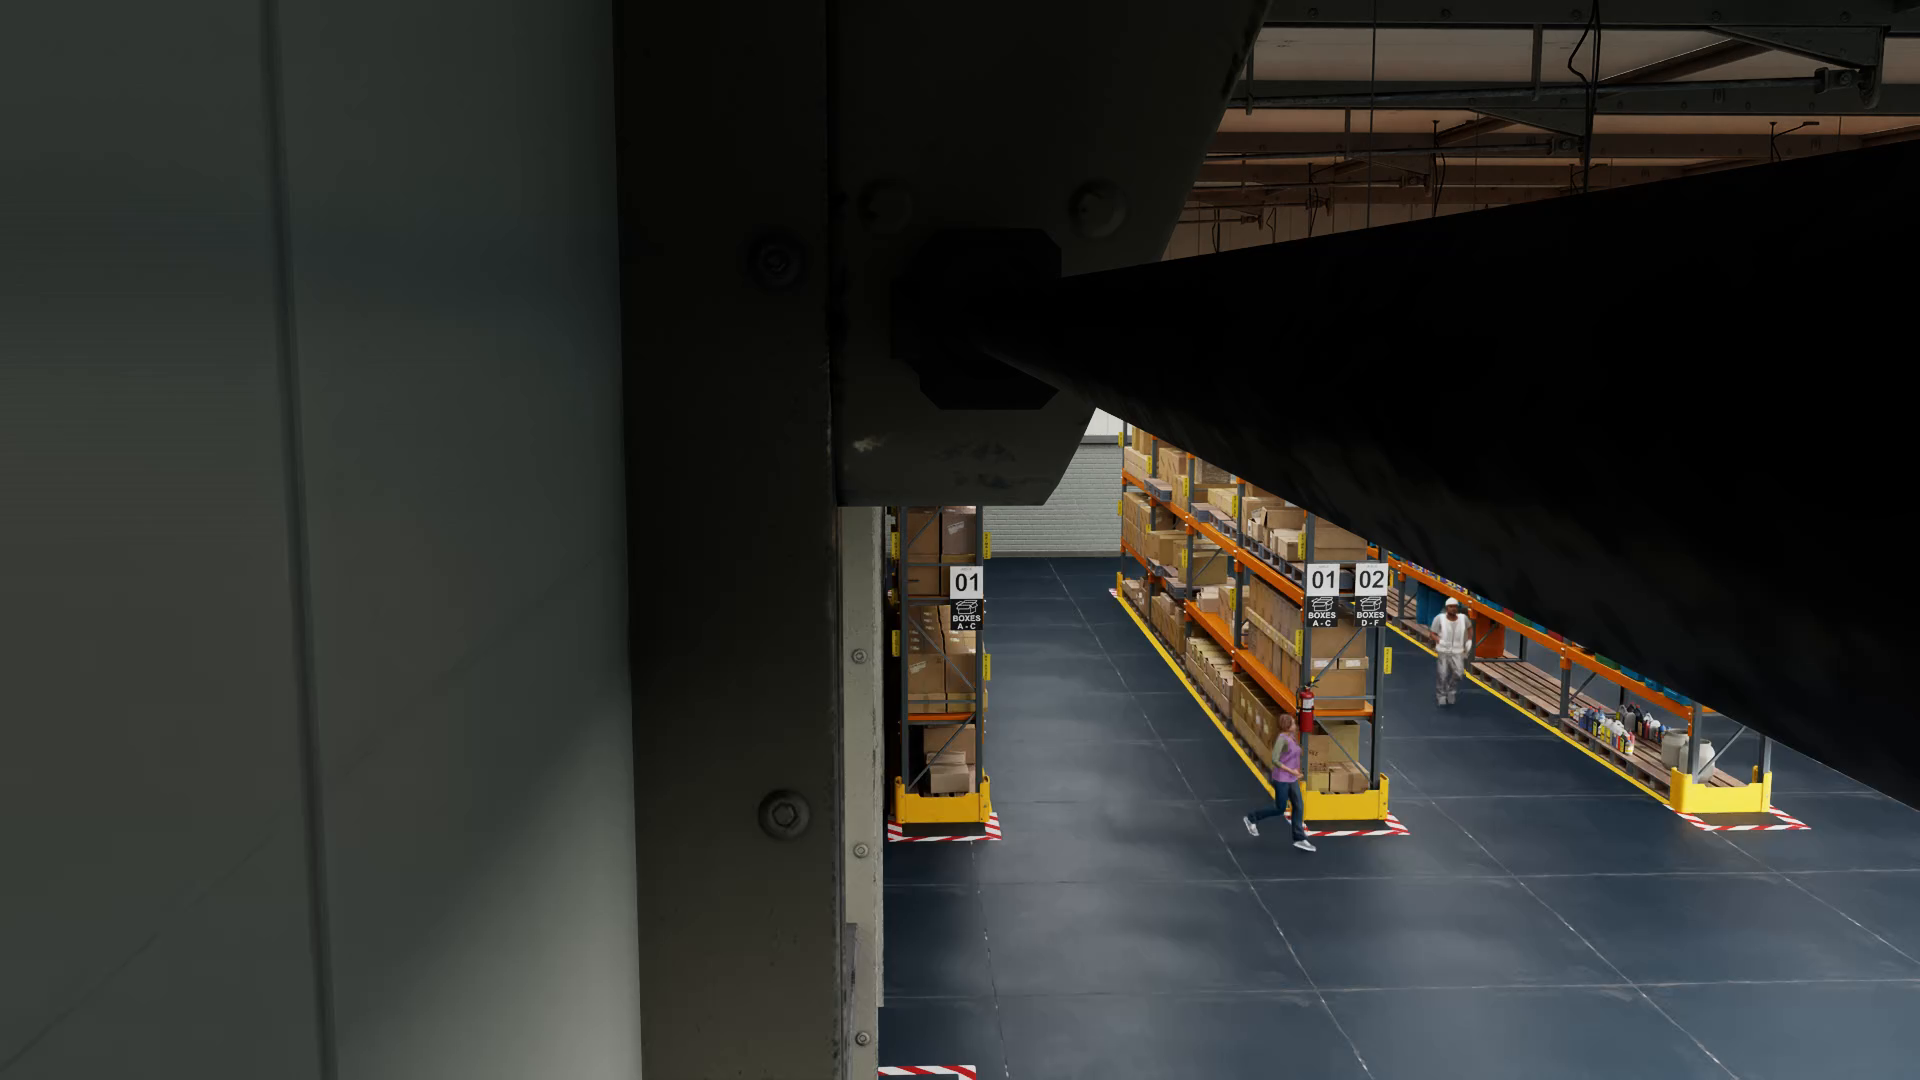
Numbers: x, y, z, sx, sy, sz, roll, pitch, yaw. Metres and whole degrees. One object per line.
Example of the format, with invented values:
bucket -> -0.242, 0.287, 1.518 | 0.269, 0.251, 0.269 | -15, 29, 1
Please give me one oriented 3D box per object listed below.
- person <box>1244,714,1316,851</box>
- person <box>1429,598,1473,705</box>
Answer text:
person -> 3.809, 2.815, 19.542 | 0.883, 1.576, 0.575 | 5, 9, 29
person -> 7.779, 1.779, 26.276 | 0.720, 1.747, 0.635 | 1, 8, 4
